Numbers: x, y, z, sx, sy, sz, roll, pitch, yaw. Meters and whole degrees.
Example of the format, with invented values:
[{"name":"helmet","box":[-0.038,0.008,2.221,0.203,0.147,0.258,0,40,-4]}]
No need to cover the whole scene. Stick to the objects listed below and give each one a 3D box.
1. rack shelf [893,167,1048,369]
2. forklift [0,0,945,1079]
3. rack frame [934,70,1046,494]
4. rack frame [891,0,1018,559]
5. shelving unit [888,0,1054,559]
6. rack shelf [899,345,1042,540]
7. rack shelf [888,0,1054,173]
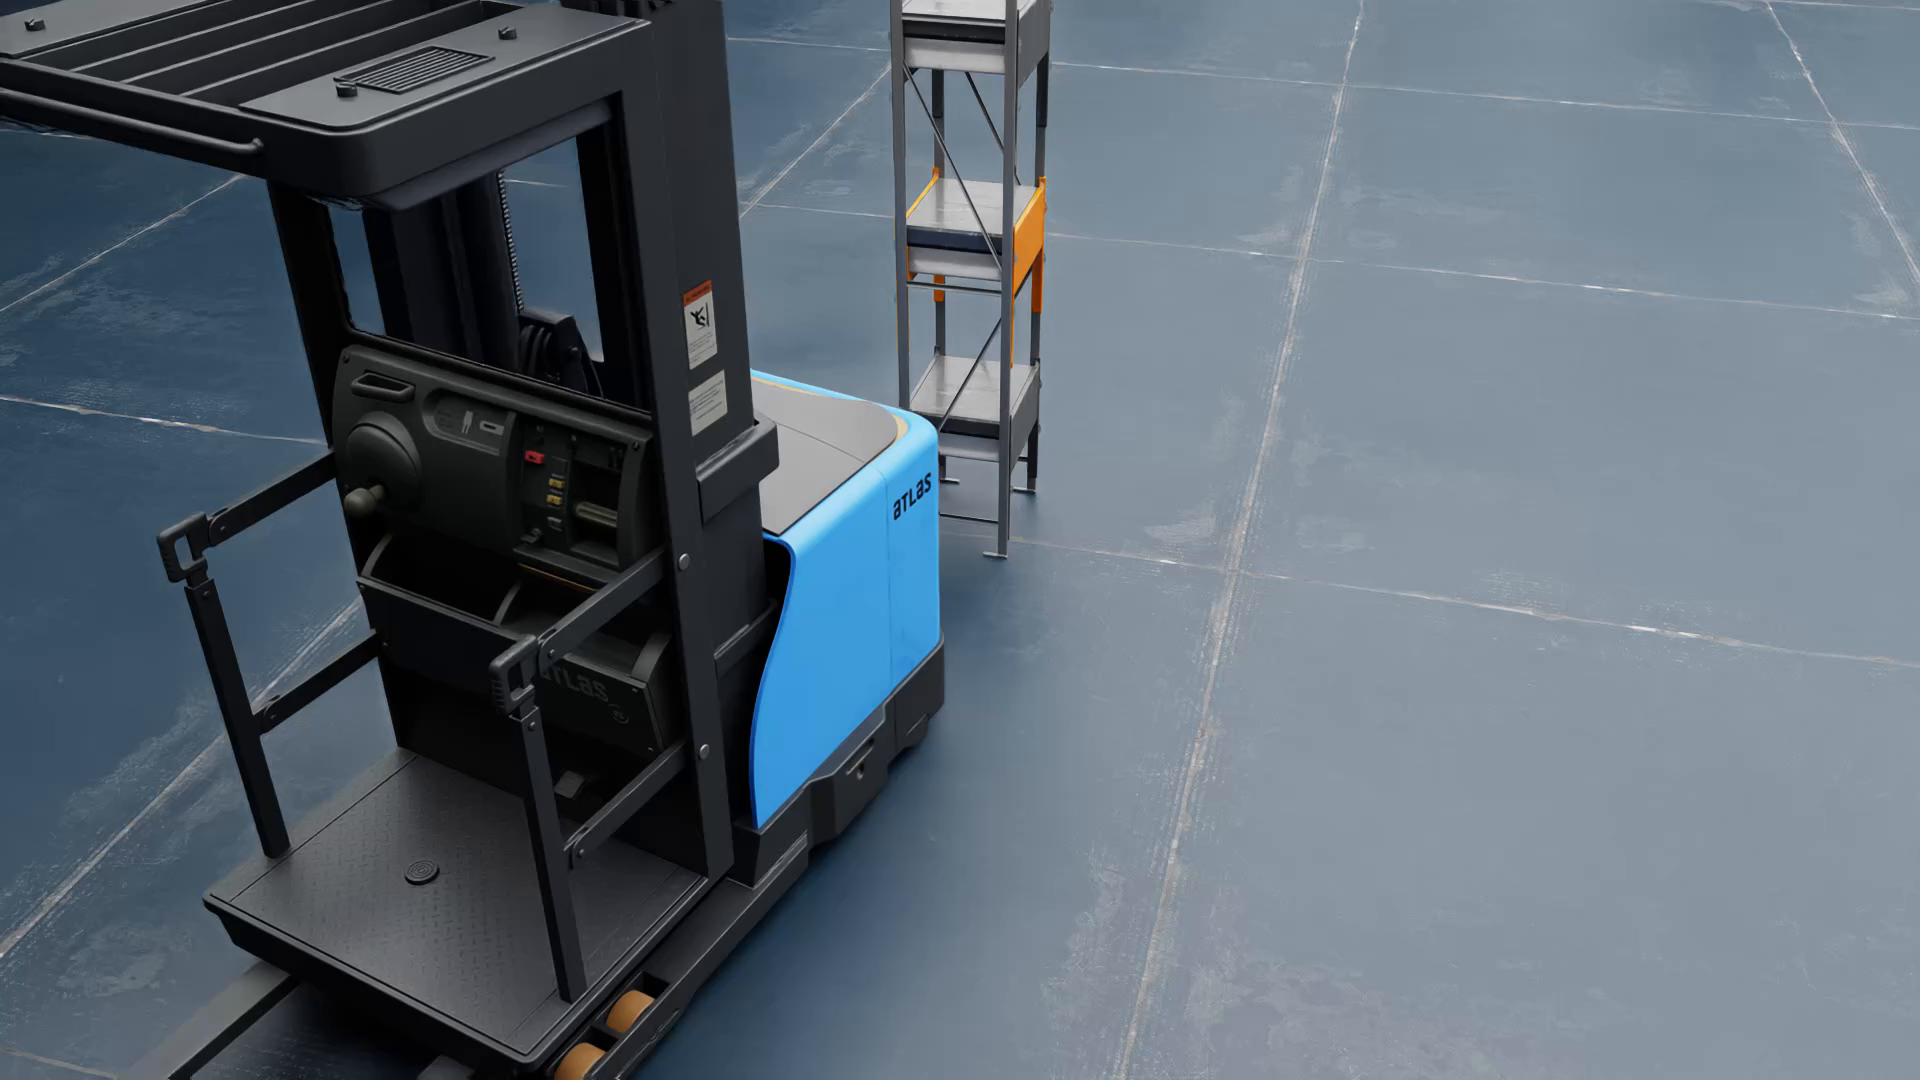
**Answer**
[{"name":"rack shelf","box":[0.042,-0.960,5.829,0.431,0.518,0.480,8,33,12]},{"name":"forklift","box":[-1.208,-0.121,3.708,1.130,2.935,3.031,17,36,24]},{"name":"rack frame","box":[0.104,-1.099,6.021,0.400,2.100,0.015,8,33,12]},{"name":"rack frame","box":[-0.020,-0.845,5.623,0.400,2.100,0.015,8,33,12]},{"name":"shelving unit","box":[0.042,-0.972,5.822,0.431,2.100,0.503,8,33,12]},{"name":"rack shelf","box":[0.042,-0.370,6.205,0.431,0.518,0.480,8,33,12]},{"name":"rack shelf","box":[0.042,-1.551,5.454,0.431,0.518,0.480,8,33,12]}]
